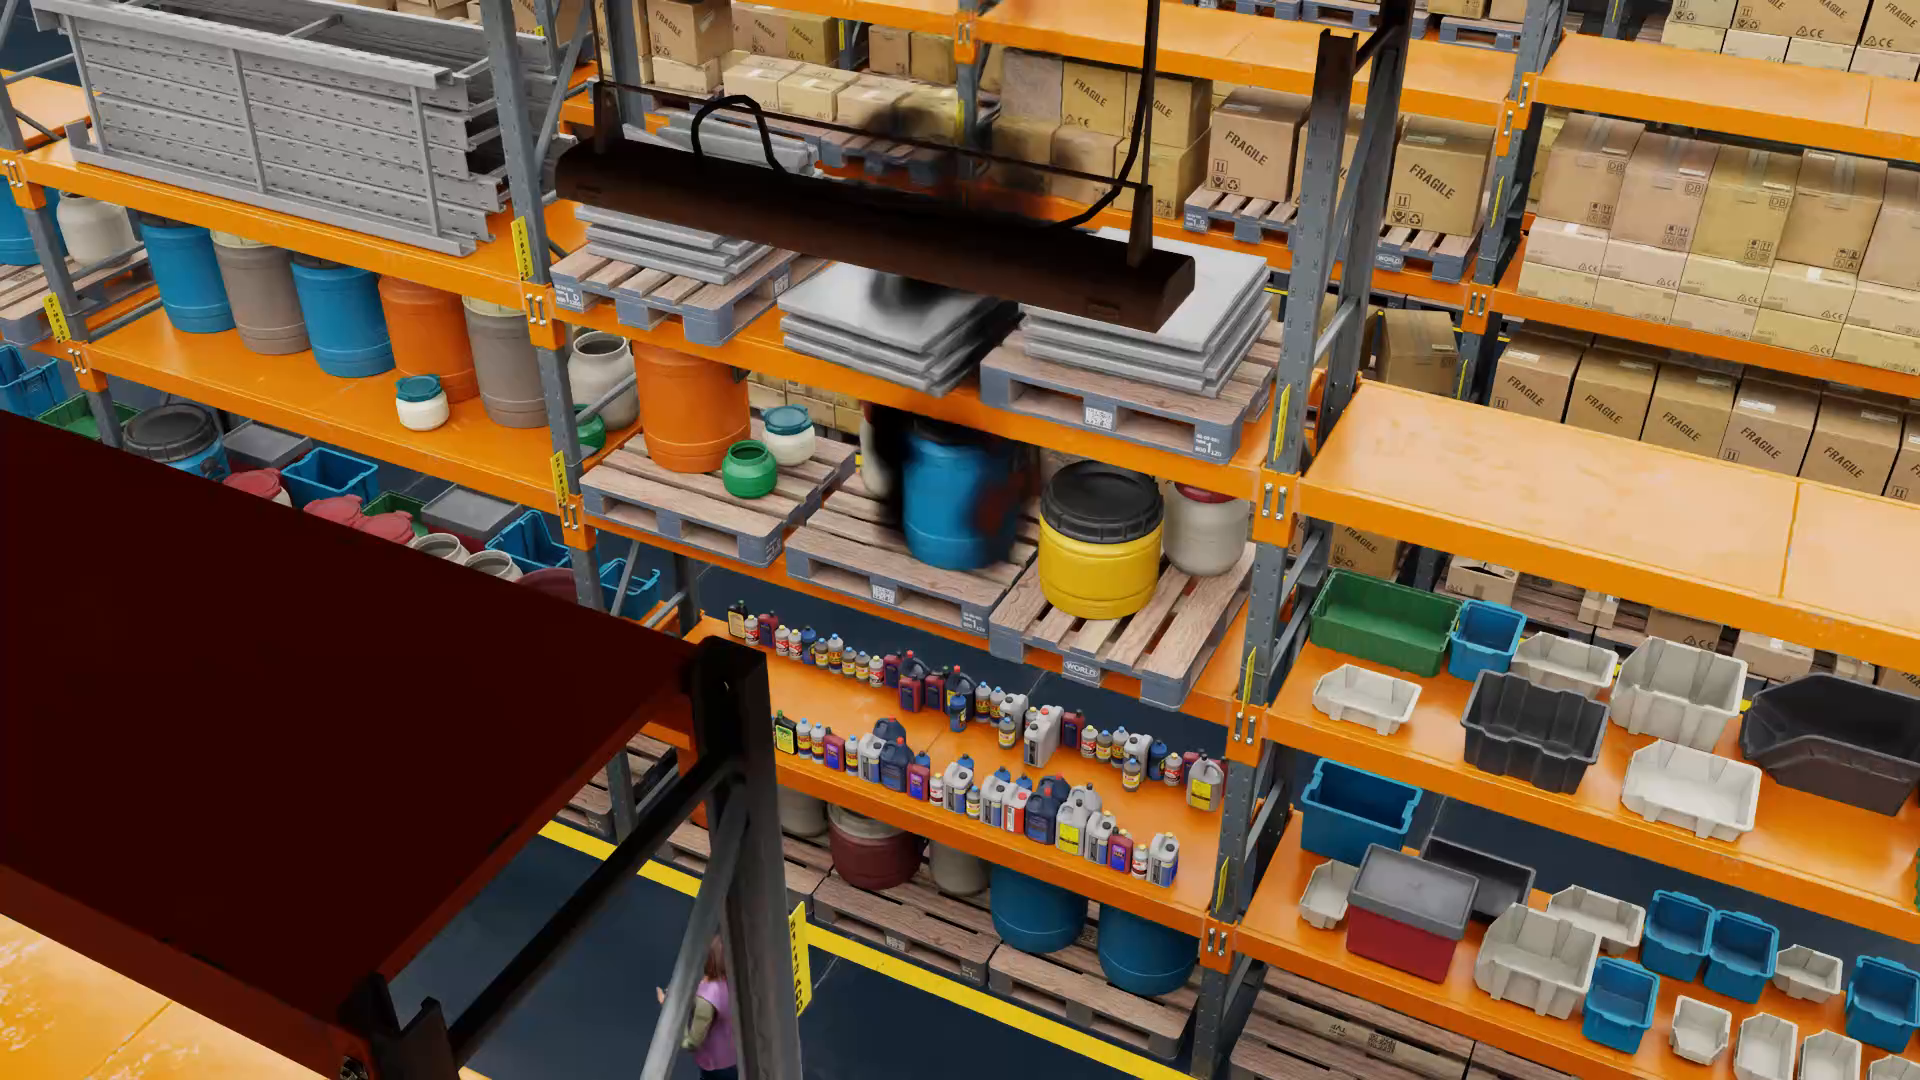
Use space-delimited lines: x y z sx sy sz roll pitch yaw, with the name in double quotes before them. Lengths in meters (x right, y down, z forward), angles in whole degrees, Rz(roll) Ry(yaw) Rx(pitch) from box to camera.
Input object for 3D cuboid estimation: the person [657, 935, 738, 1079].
"person" -1.183 2.535 8.323 0.819 1.615 0.531 10 36 14
